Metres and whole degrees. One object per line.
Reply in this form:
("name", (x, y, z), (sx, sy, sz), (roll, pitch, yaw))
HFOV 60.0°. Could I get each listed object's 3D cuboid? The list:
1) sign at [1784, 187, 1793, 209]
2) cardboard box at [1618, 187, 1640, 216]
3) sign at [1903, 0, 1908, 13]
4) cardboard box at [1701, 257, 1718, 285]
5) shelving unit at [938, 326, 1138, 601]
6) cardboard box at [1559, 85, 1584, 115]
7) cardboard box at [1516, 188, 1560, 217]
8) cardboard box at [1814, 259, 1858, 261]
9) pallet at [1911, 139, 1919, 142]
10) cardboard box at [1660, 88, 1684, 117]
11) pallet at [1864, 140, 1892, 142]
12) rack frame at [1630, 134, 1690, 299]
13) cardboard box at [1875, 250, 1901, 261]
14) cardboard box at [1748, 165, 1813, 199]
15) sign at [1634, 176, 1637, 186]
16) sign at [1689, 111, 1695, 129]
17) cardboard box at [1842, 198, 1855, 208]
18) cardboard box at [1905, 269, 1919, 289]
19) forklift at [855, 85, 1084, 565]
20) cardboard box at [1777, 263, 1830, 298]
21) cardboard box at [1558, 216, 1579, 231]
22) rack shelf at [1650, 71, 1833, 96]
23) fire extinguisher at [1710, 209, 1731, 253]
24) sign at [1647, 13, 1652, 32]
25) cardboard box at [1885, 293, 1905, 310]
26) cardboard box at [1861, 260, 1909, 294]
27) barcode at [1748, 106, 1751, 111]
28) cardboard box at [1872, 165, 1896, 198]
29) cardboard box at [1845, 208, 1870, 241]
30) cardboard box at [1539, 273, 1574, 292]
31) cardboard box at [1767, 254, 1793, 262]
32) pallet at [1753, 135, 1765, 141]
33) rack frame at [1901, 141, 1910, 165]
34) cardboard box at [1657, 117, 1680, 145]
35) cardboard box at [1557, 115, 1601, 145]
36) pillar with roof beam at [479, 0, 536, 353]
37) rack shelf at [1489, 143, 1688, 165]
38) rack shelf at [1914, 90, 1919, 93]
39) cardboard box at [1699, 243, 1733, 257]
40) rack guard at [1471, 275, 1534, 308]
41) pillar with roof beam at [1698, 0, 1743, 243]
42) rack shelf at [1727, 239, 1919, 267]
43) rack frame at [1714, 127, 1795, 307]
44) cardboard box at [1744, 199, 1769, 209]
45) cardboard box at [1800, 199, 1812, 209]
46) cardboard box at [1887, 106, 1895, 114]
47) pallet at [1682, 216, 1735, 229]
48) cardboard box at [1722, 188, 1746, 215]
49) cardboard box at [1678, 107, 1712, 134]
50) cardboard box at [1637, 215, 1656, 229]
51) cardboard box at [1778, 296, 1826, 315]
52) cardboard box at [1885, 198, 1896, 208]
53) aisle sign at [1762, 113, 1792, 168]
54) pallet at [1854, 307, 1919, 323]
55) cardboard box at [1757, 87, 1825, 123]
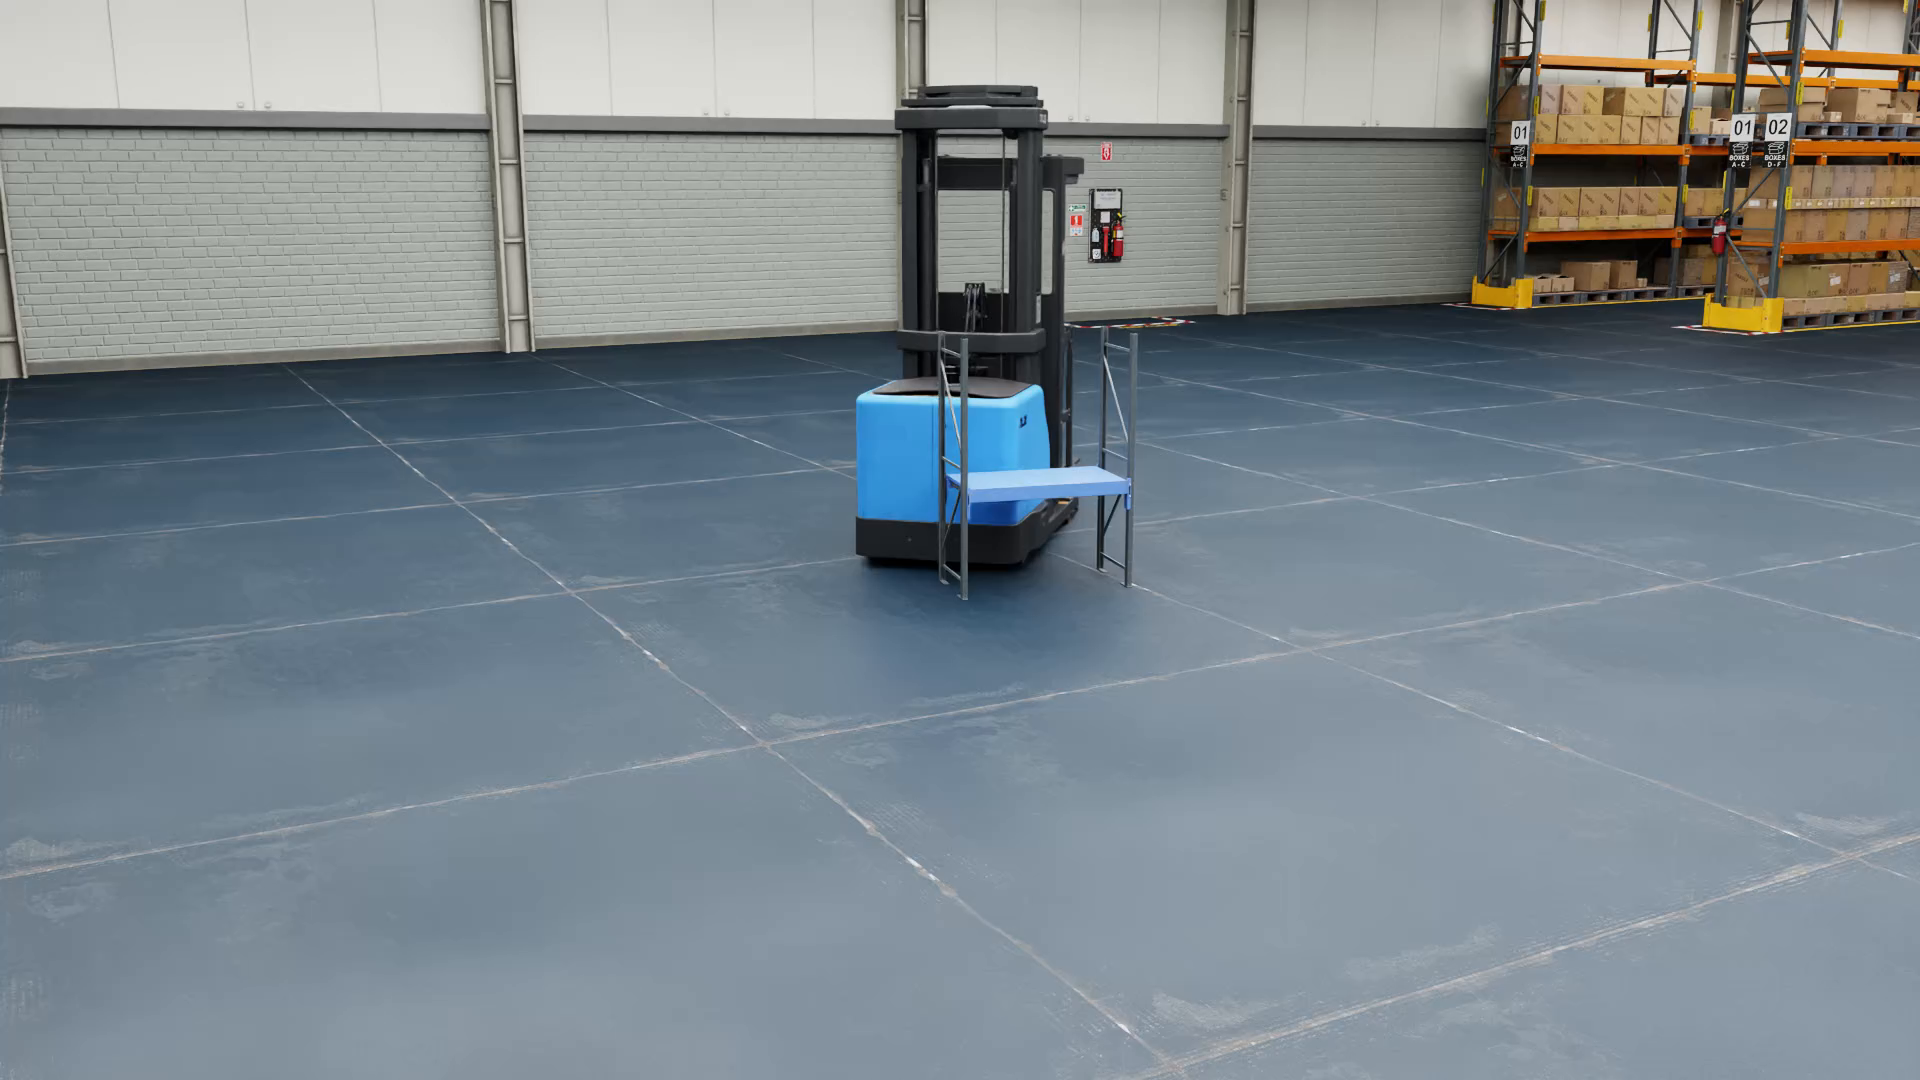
("sign", (12.274, -5.066, 24.634), (0.005, 0.325, 0.100), (-7, 14, -28))
("cardboard box", (11.998, -6.176, 30.308), (0.500, 0.500, 0.500), (-7, 15, -29))
("sign", (15.254, -8.657, 26.775), (0.005, 0.325, 0.100), (-7, 14, -28))
("cardboard box", (14.215, -5.227, 32.195), (0.500, 0.500, 0.700), (-7, 15, -29))
("shelving unit", (0.445, -0.468, 9.771), (1.048, 1.500, 0.538), (-4, 13, -16))
("cardboard box", (10.555, -7.713, 29.167), (0.500, 0.500, 0.500), (-7, 14, -29))
("cardboard box", (10.200, -5.961, 29.354), (0.500, 0.500, 0.500), (-7, 14, -28))
("cardboard box", (14.090, -4.269, 26.843), (0.500, 0.500, 0.500), (-7, 14, -28))
("pallet", (16.292, -6.598, 27.201), (1.217, 0.209, 0.805), (-8, 15, -30))
("cardboard box", (12.838, -7.992, 30.407), (0.500, 0.500, 0.500), (-8, 15, -33))
("pallet", (18.178, -8.076, 33.759), (1.213, 0.211, 1.003), (-6, 14, -25))
("rack frame", (13.147, -6.087, 31.326), (0.127, 3.000, 1.000), (-7, 14, -28))
("cardboard box", (18.882, -5.897, 34.422), (0.750, 0.750, 0.750), (-6, 14, -26))
("cardboard box", (12.476, -5.446, 25.294), (0.500, 0.500, 0.700), (-7, 14, -28))
("sign", (12.878, -6.759, 31.672), (0.005, 0.325, 0.100), (-7, 14, -28))
("sign", (13.414, -7.699, 30.479), (0.005, 0.325, 0.100), (-7, 14, -28))
("cardboard box", (13.590, -5.213, 25.736), (0.250, 0.149, 0.380), (-7, 14, -29))
("cardboard box", (15.742, -4.368, 27.715), (0.500, 0.311, 0.500), (-7, 14, -28))
("forklift", (0.220, -1.555, 11.342), (1.130, 2.935, 3.031), (3, 13, 14))
("cardboard box", (13.029, -4.008, 25.685), (0.500, 0.500, 0.500), (-7, 14, -28))
("cardboard box", (10.666, -5.651, 29.681), (0.500, 0.250, 0.500), (-7, 15, -30))
("rack shelf", (14.903, -8.678, 31.725), (4.000, 0.370, 1.077), (-7, 14, -28))
("fire extinguisher", (11.687, -4.752, 25.567), (0.183, 0.674, 0.296), (-7, 14, -28))
("sign", (12.876, -9.653, 31.020), (0.005, 0.325, 0.100), (-7, 14, -28))
("cardboard box", (14.778, -3.855, 26.712), (0.500, 0.250, 0.500), (-7, 14, -28))
("cardboard box", (14.777, -4.221, 26.631), (0.500, 0.500, 0.500), (-7, 14, -28))
("barcode", (12.047, -6.583, 25.377), (0.075, 0.075, 0.001), (-7, 14, -28))
("cardboard box", (14.255, -5.661, 26.249), (0.500, 0.500, 0.700), (-7, 14, -28))
("cardboard box", (13.787, -4.971, 26.138), (0.500, 0.500, 0.700), (-6, 14, -26))
("cardboard box", (10.787, -4.685, 30.216), (0.500, 0.311, 0.500), (-6, 14, -23))
("cardboard box", (16.051, -5.417, 33.041), (0.500, 0.500, 0.700), (-7, 14, -27))
("pallet", (14.649, -7.613, 31.702), (1.003, 0.211, 1.213), (-7, 14, -28))
("rack frame", (20.169, -6.929, 35.065), (0.127, 3.000, 1.000), (-7, 14, -28))
("cardboard box", (12.820, -7.508, 30.534), (0.500, 0.500, 0.500), (-6, 14, -26))
("cardboard box", (10.992, -7.280, 29.522), (0.500, 0.500, 0.500), (-6, 14, -25))
("pillar with roof beam", (-3.900, -6.110, 17.765), (0.400, 9.000, 9.100), (-7, 14, -28))
("rack shelf", (11.392, -6.989, 30.141), (4.000, 0.370, 1.077), (-7, 14, -28))
("rack shelf", (21.925, -9.520, 35.465), (4.000, 0.370, 1.077), (-7, 14, -28))
("cardboard box", (14.625, -5.631, 32.283), (0.500, 0.250, 0.500), (-7, 15, -29))
("rack guard", (9.703, -4.455, 29.766), (0.348, 0.500, 1.175), (-7, 14, -28))
("pillar with roof beam", (17.166, -8.635, 28.984), (0.400, 9.000, 9.100), (-7, 14, -28))
("rack shelf", (13.769, -4.572, 26.230), (4.000, 0.370, 1.077), (-7, 14, -28))
("rack frame", (12.013, -4.712, 25.216), (0.127, 3.000, 1.000), (-7, 14, -28))
("cardboard box", (12.257, -5.154, 25.475), (0.250, 0.149, 0.380), (-7, 15, -29))
("cardboard box", (12.691, -5.106, 25.258), (0.250, 0.149, 0.380), (-7, 15, -29))
("cardboard box", (14.482, -6.767, 26.443), (0.500, 0.311, 0.500), (-8, 15, -31))
("pallet", (13.888, -6.046, 31.580), (1.213, 0.211, 1.003), (-7, 14, -28))
("cardboard box", (14.667, -6.530, 32.065), (0.500, 0.500, 0.700), (-5, 14, -20))
("cardboard box", (13.666, -7.846, 31.126), (0.500, 0.500, 0.500), (-5, 13, -20))
("cardboard box", (12.436, -5.865, 30.633), (0.500, 0.250, 0.500), (-7, 14, -28))
("cardboard box", (13.028, -3.643, 25.769), (0.500, 0.250, 0.500), (-7, 14, -28))
("cardboard box", (14.494, -5.322, 26.219), (0.250, 0.149, 0.380), (-7, 14, -28))
("aisle sign", (12.102, -5.915, 24.637), (0.004, 0.787, 0.394), (-7, 14, -28))
("pallet", (14.806, -3.697, 27.056), (1.213, 0.211, 1.003), (-7, 14, -28))
("cardboard box", (12.520, -6.559, 25.079), (0.637, 0.503, 0.797), (-6, 14, -24))
